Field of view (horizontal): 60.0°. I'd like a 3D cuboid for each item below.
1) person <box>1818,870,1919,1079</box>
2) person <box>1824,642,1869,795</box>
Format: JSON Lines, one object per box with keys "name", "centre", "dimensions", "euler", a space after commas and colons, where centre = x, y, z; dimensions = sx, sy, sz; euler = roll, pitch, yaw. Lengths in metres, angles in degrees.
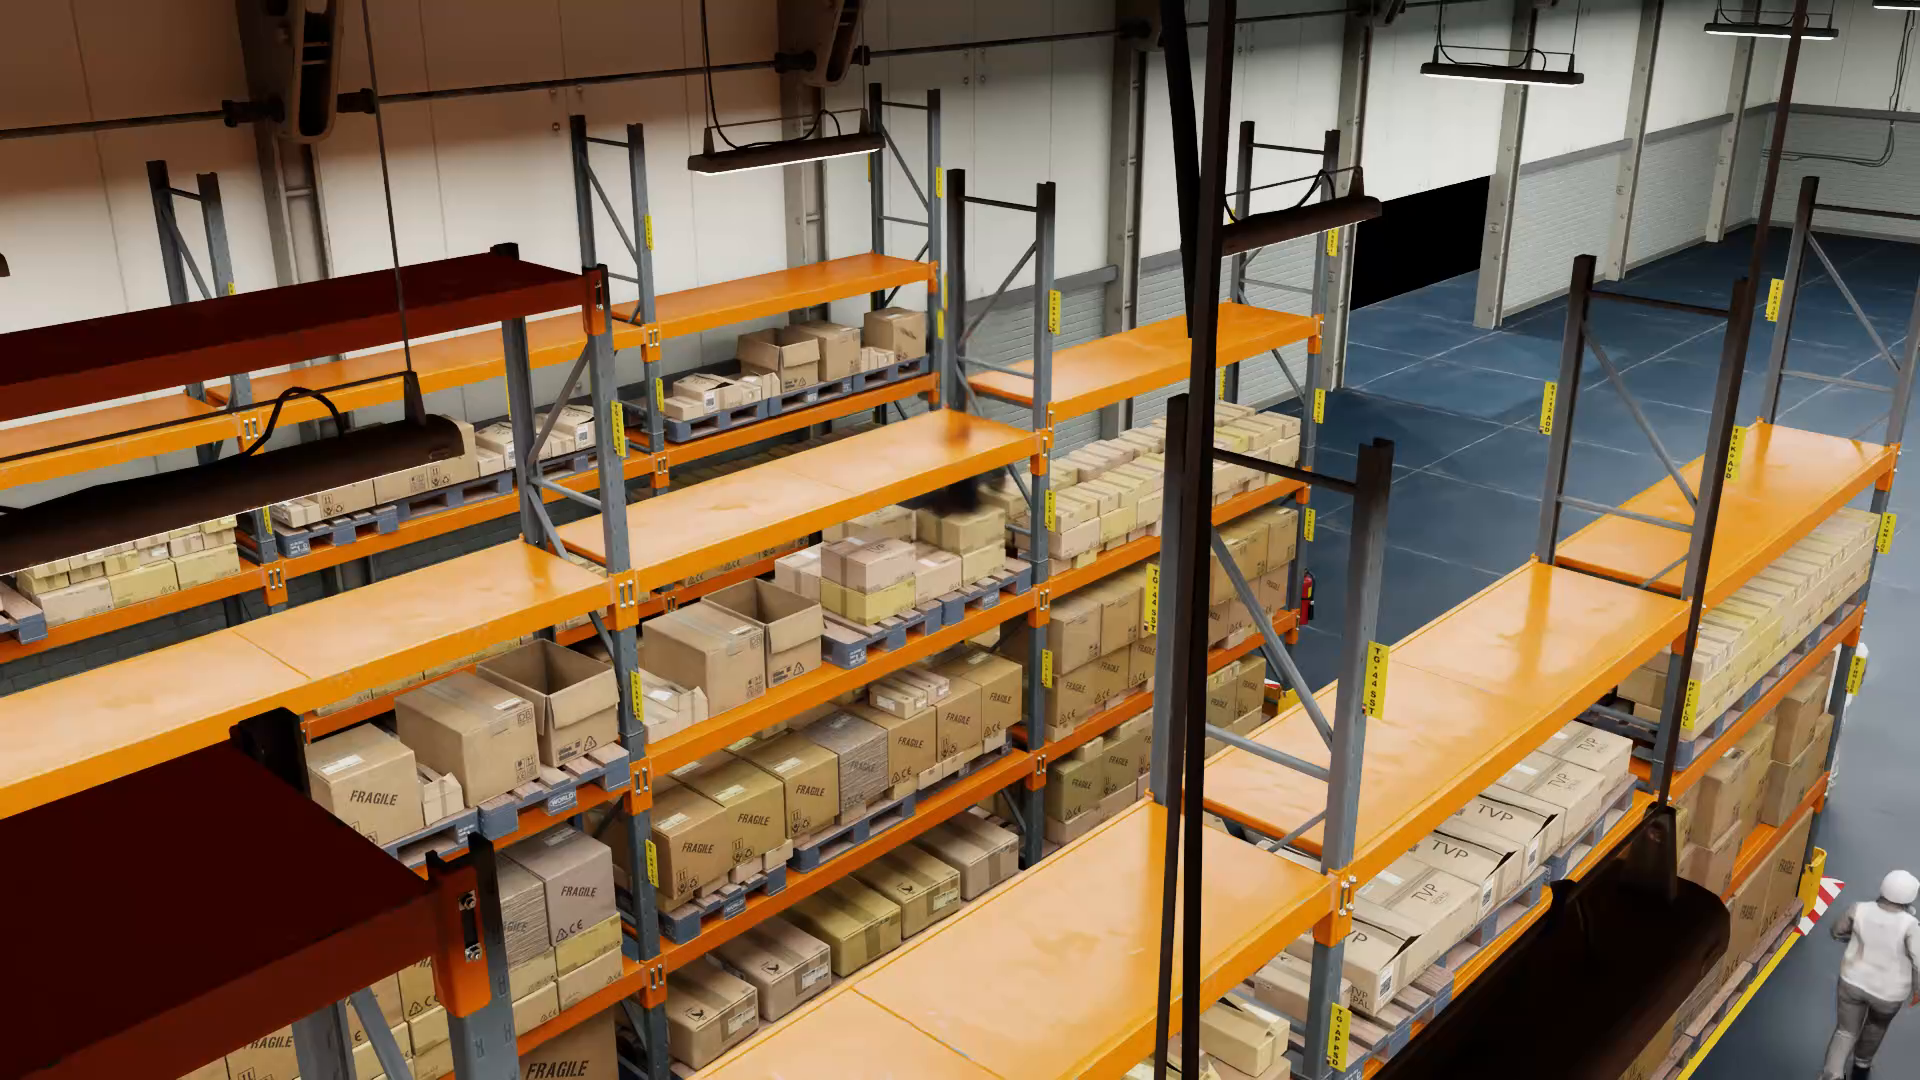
{"name": "person", "centre": [6.333, 3.110, 11.563], "dimensions": [0.677, 1.788, 1.012], "euler": [19, 28, 41]}
{"name": "person", "centre": [8.173, 1.487, 15.738], "dimensions": [0.662, 1.774, 0.784], "euler": [3, 21, 6]}
